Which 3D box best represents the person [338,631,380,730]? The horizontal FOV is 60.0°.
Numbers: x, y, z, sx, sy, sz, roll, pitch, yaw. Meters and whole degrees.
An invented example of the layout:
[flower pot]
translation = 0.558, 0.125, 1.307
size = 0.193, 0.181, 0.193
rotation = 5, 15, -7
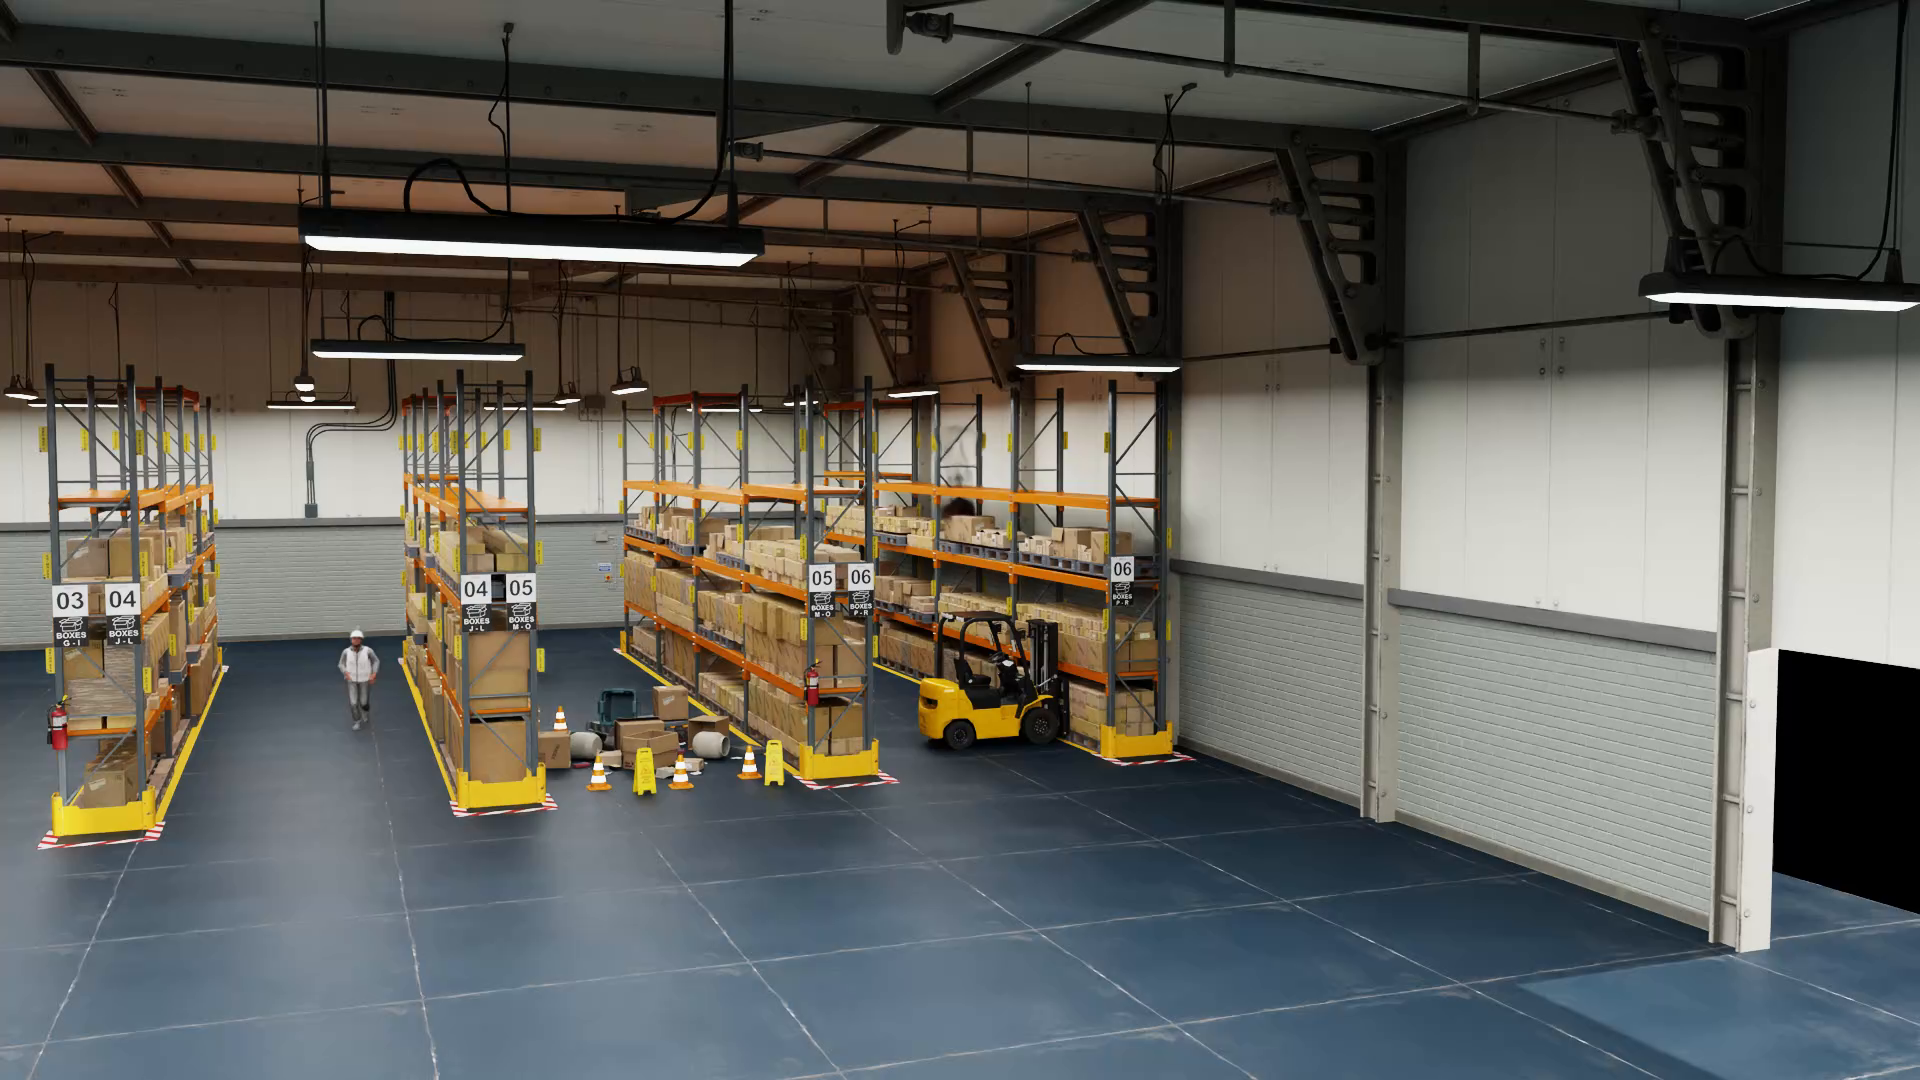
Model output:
[person]
translation = -10.505, 2.444, 29.060
size = 0.687, 1.735, 0.603
rotation = -1, 3, -16
